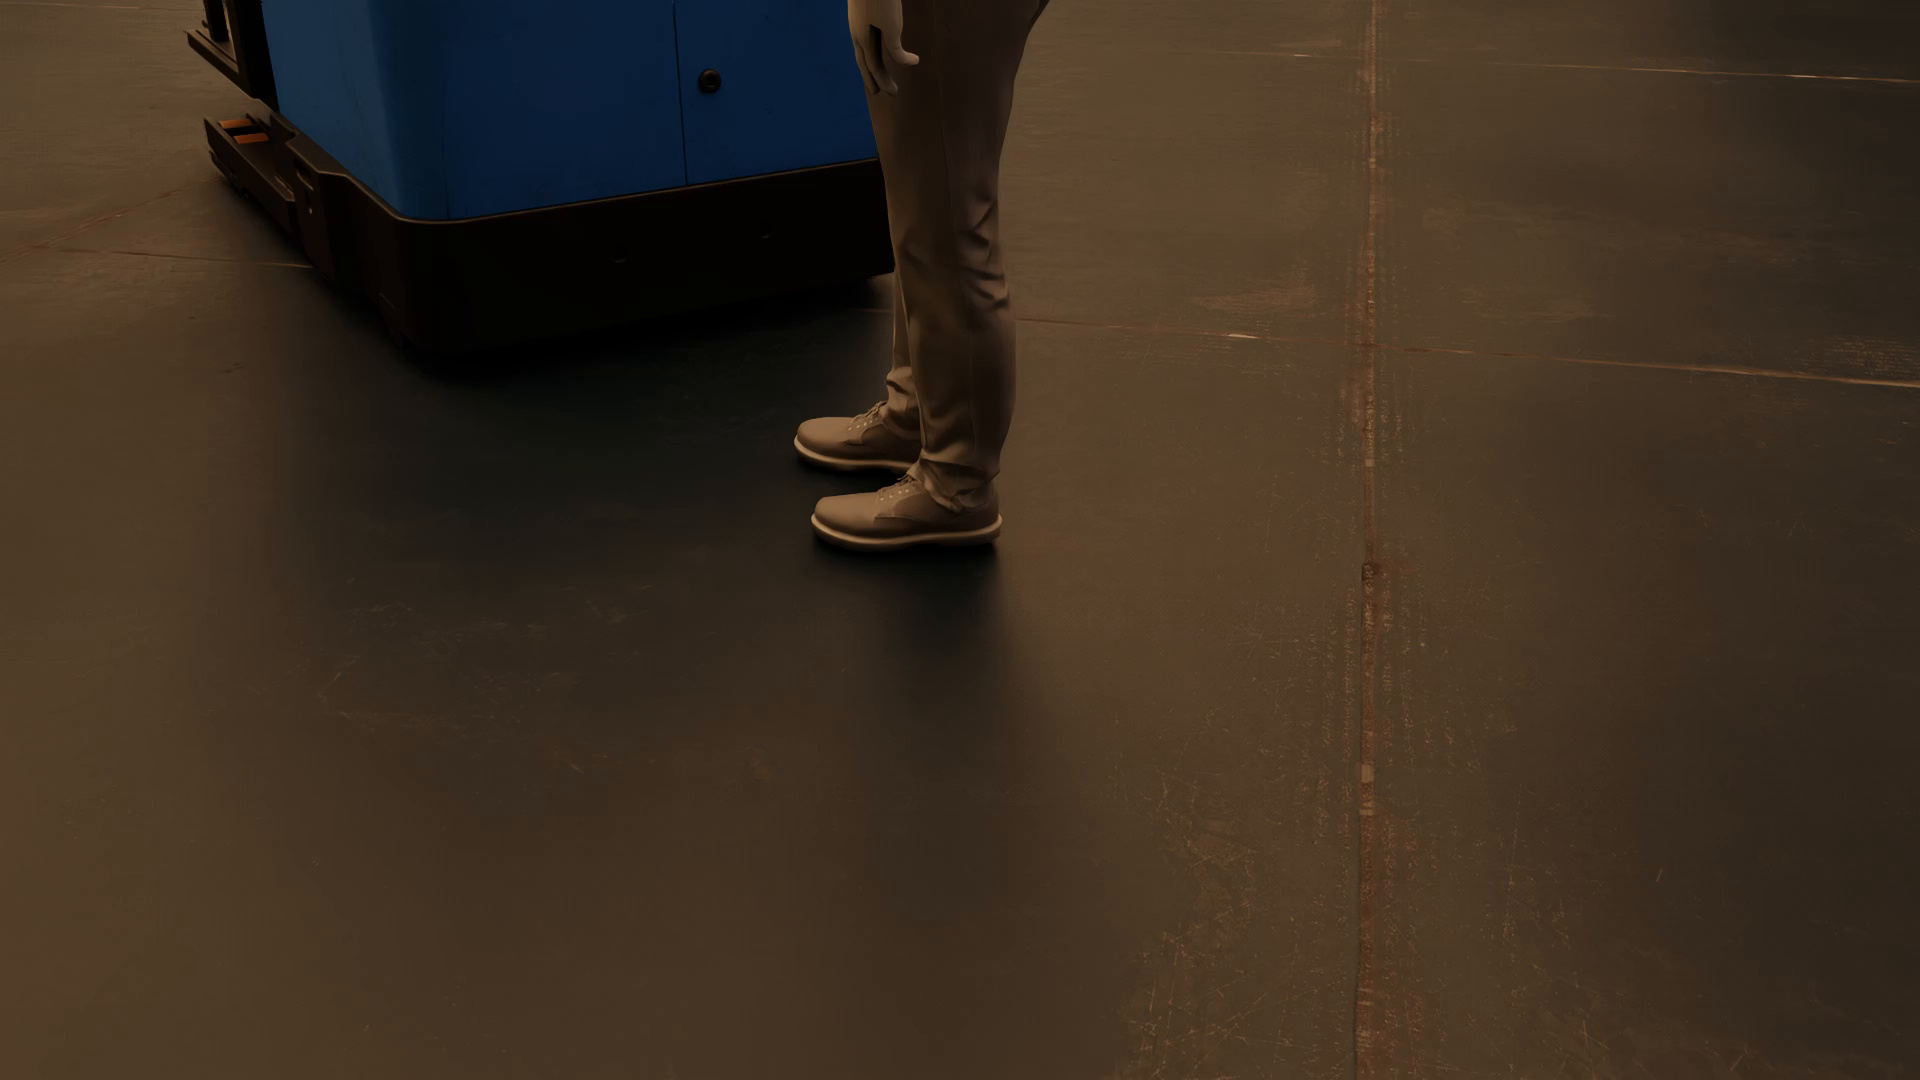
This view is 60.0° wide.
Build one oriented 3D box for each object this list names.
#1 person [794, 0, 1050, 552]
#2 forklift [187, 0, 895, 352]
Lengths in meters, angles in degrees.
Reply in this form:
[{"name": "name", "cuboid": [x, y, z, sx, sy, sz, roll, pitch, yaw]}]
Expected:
[{"name": "person", "cuboid": [-0.062, -0.771, 2.144, 0.534, 1.685, 0.570, 6, 27, 11]}, {"name": "forklift", "cuboid": [-1.312, -2.269, 3.744, 1.130, 2.935, 3.031, -16, 31, -28]}]
